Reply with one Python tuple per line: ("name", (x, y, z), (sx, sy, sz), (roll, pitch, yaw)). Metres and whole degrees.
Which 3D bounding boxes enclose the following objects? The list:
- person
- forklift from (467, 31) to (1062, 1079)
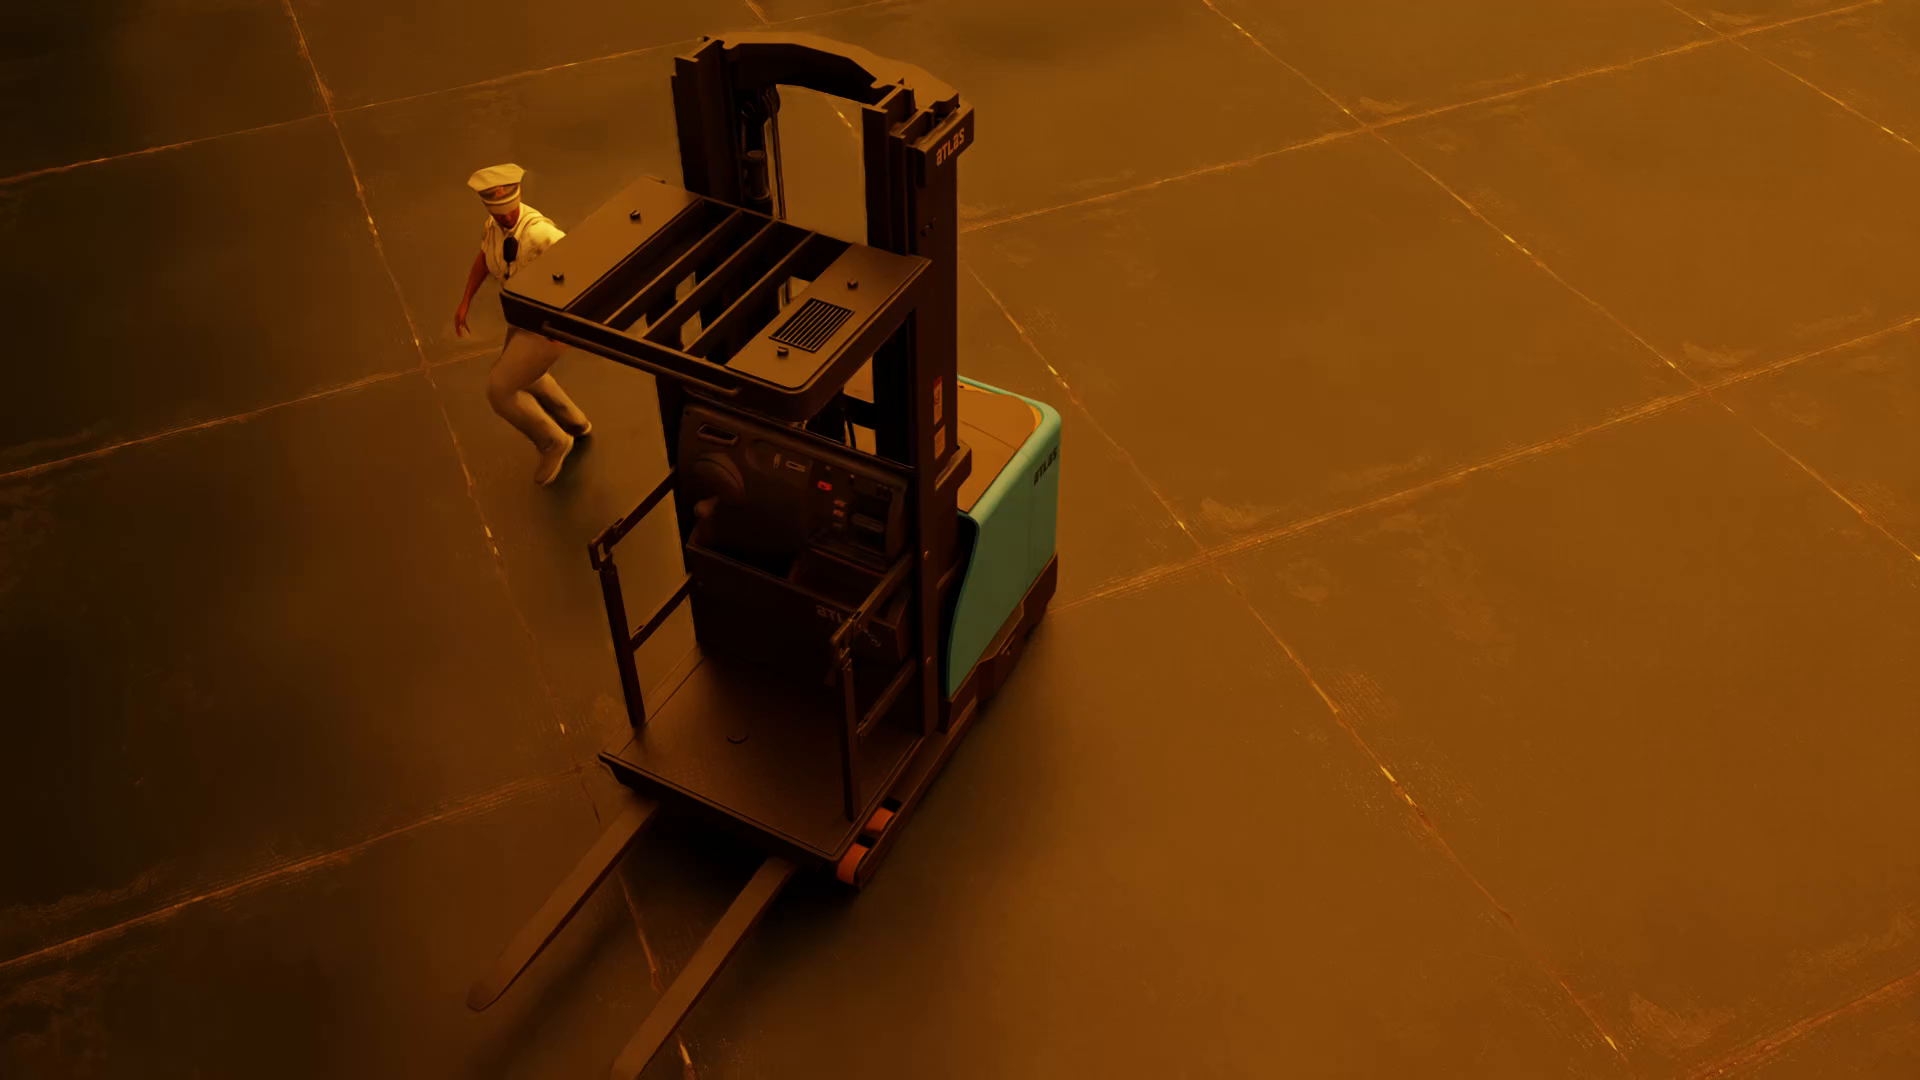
("person", (-1.993, -1.004, 7.764), (0.681, 1.613, 0.633), (-17, 46, -17))
("forklift", (-0.707, -0.098, 5.785), (1.130, 2.935, 3.031), (20, 47, 20))
